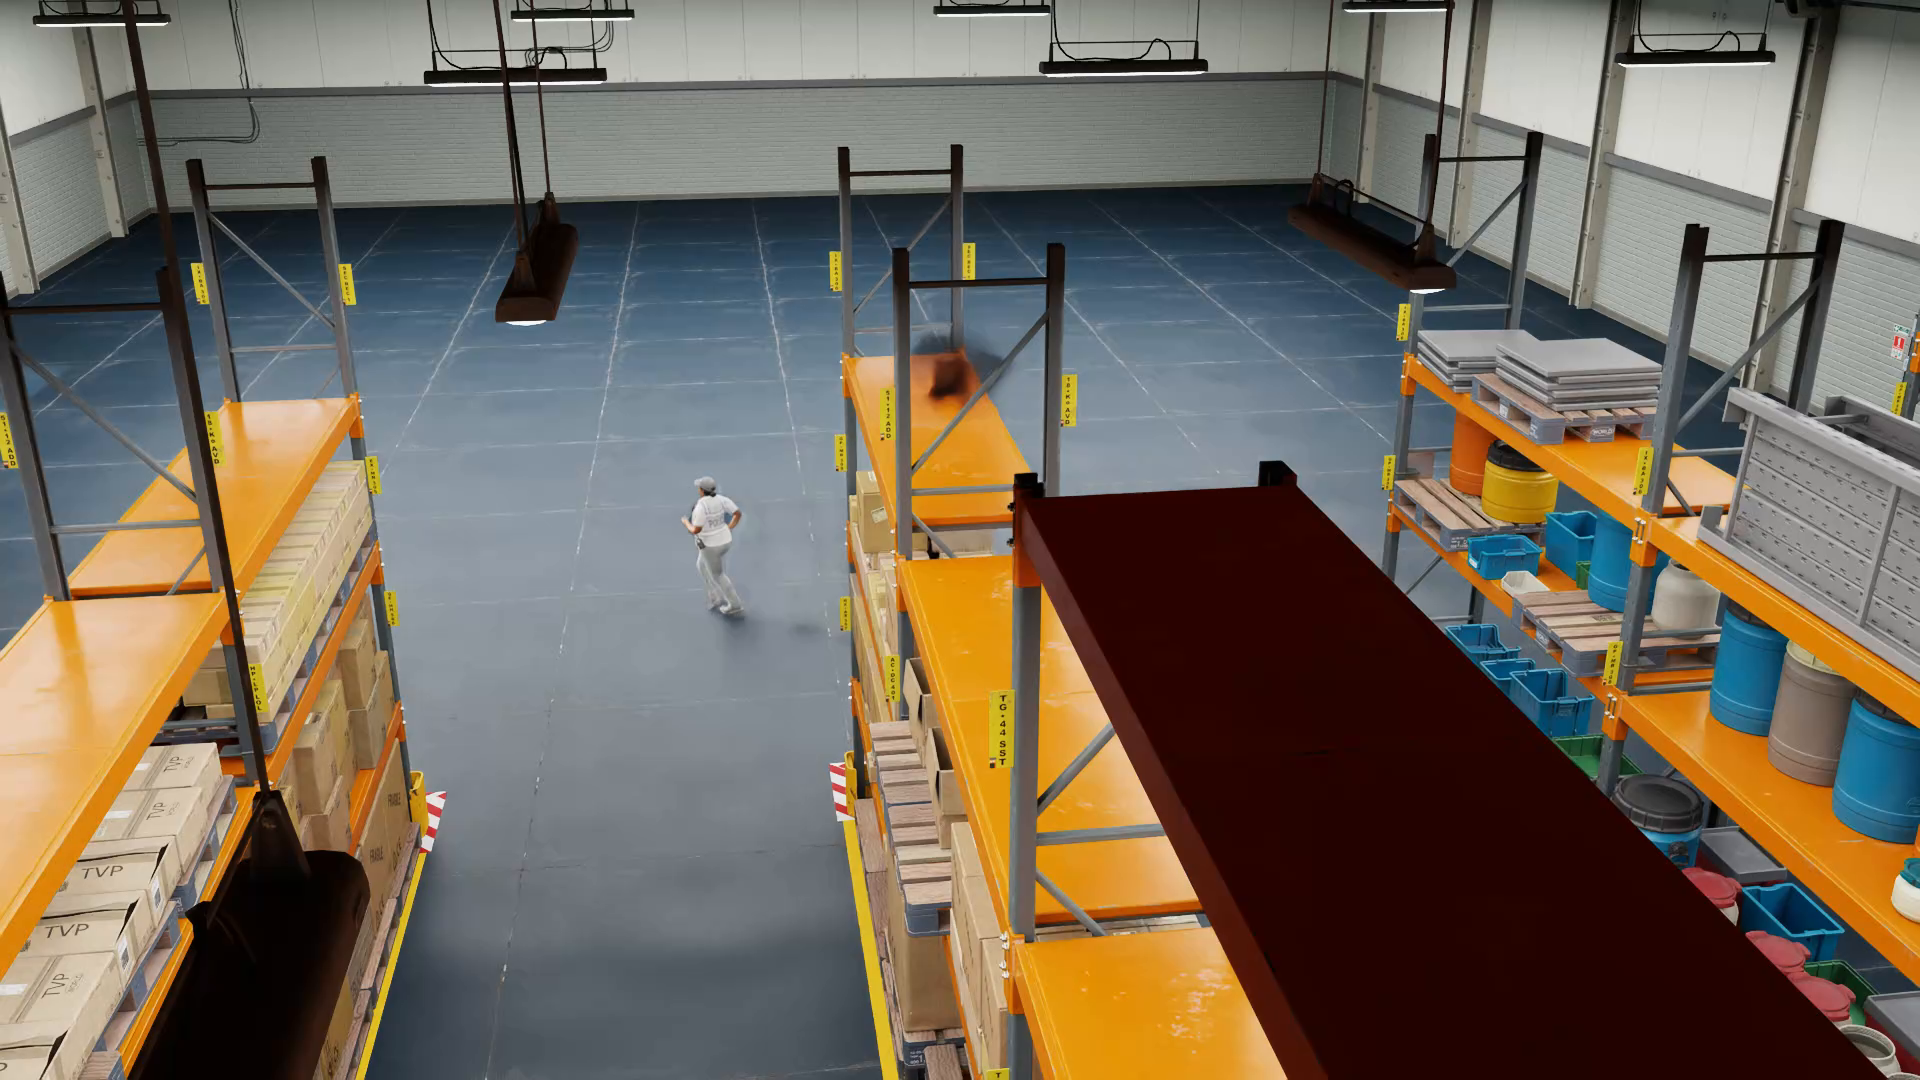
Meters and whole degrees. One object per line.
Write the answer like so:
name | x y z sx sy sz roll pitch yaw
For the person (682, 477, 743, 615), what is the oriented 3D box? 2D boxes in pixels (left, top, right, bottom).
person | -2.859 0.101 19.200 0.717 1.729 0.559 10 24 24
